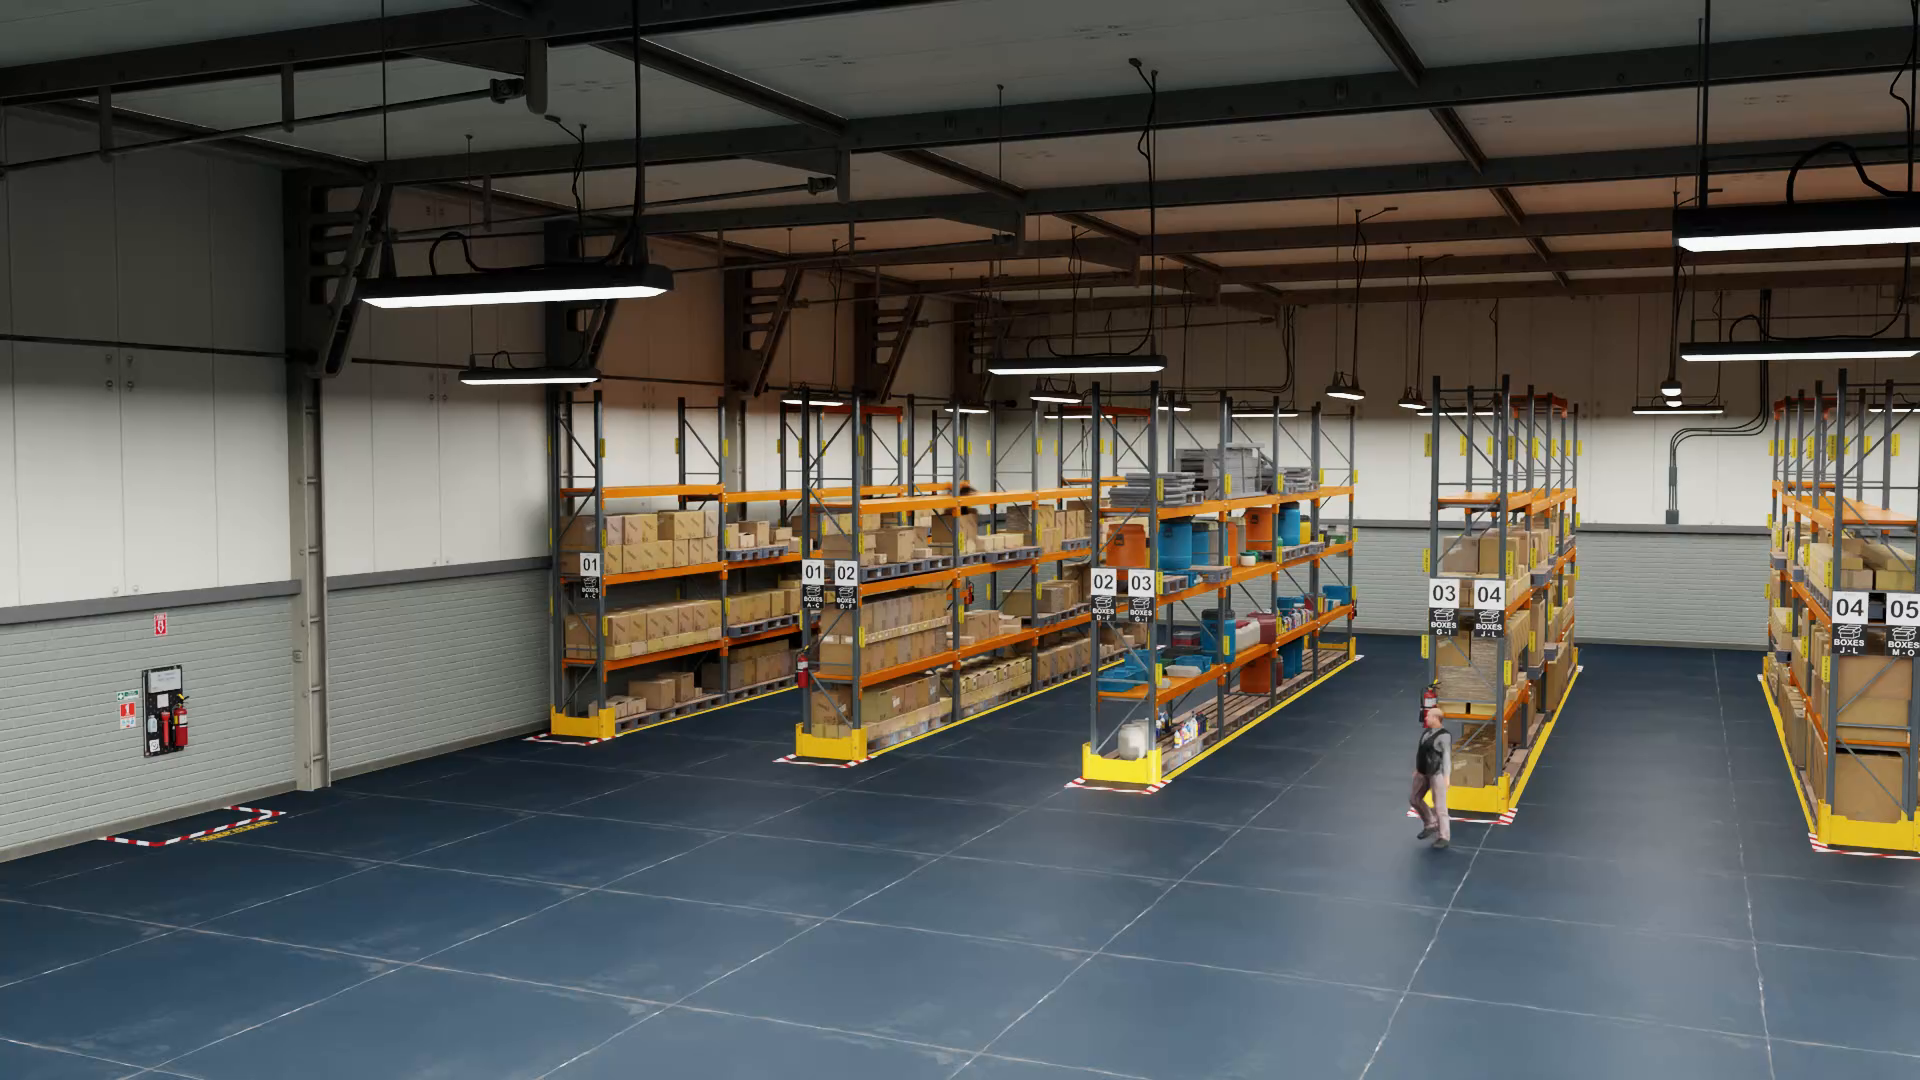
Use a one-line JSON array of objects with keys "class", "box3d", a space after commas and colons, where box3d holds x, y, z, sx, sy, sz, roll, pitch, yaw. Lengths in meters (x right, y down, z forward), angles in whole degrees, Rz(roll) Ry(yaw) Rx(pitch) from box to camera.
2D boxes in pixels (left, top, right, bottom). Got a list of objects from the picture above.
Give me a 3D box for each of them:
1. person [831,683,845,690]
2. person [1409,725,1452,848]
[{"class": "person", "box3d": [-2.370, 2.381, 31.800, 0.585, 1.811, 0.592, -1, 3, -17]}, {"class": "person", "box3d": [5.961, 3.067, 20.965, 0.403, 1.538, 0.598, -1, 3, -20]}]
